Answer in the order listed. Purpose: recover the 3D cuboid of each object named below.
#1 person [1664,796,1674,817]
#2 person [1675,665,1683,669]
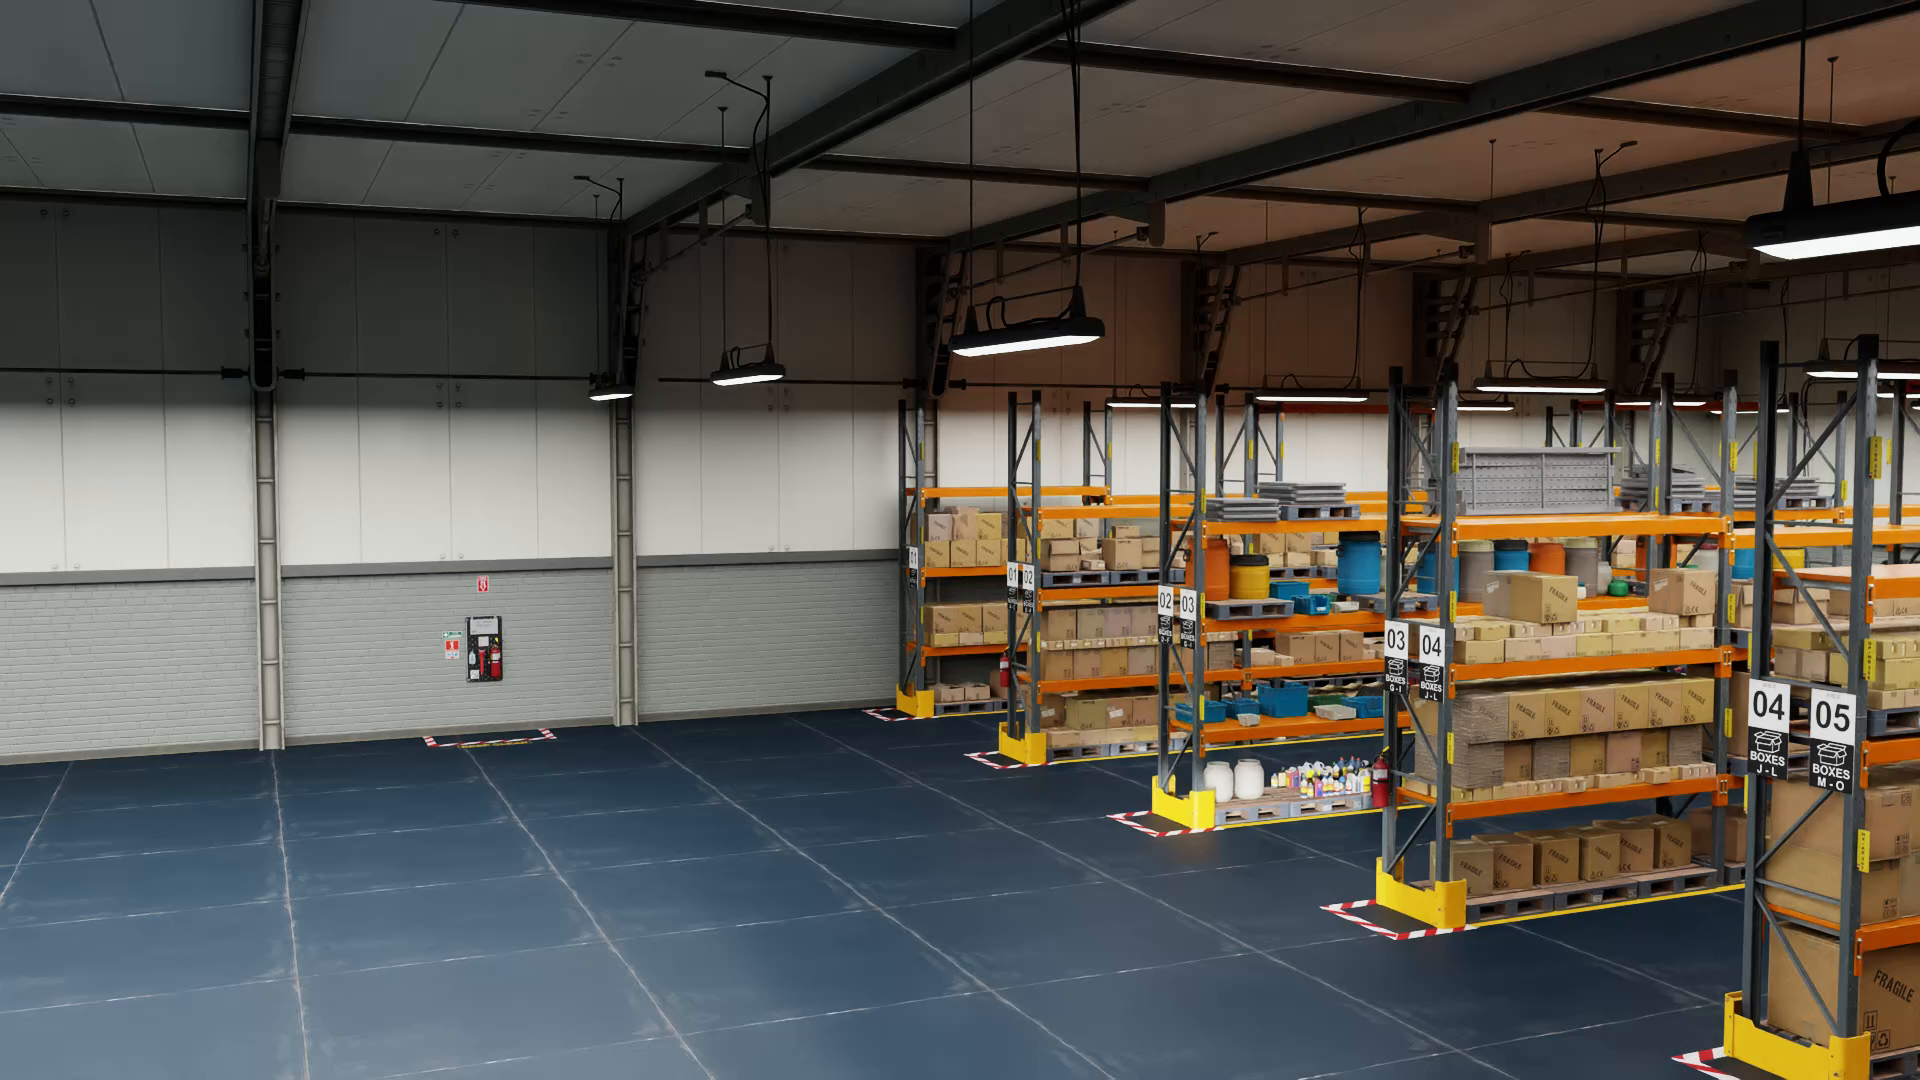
[{"bbox_3d":[9.269,3.080,21.808,0.459,1.615,0.452,-2,4,-27],"label":"person"},{"bbox_3d":[16.334,2.097,37.253,1.084,1.713,0.621,-1,4,-20],"label":"person"}]
